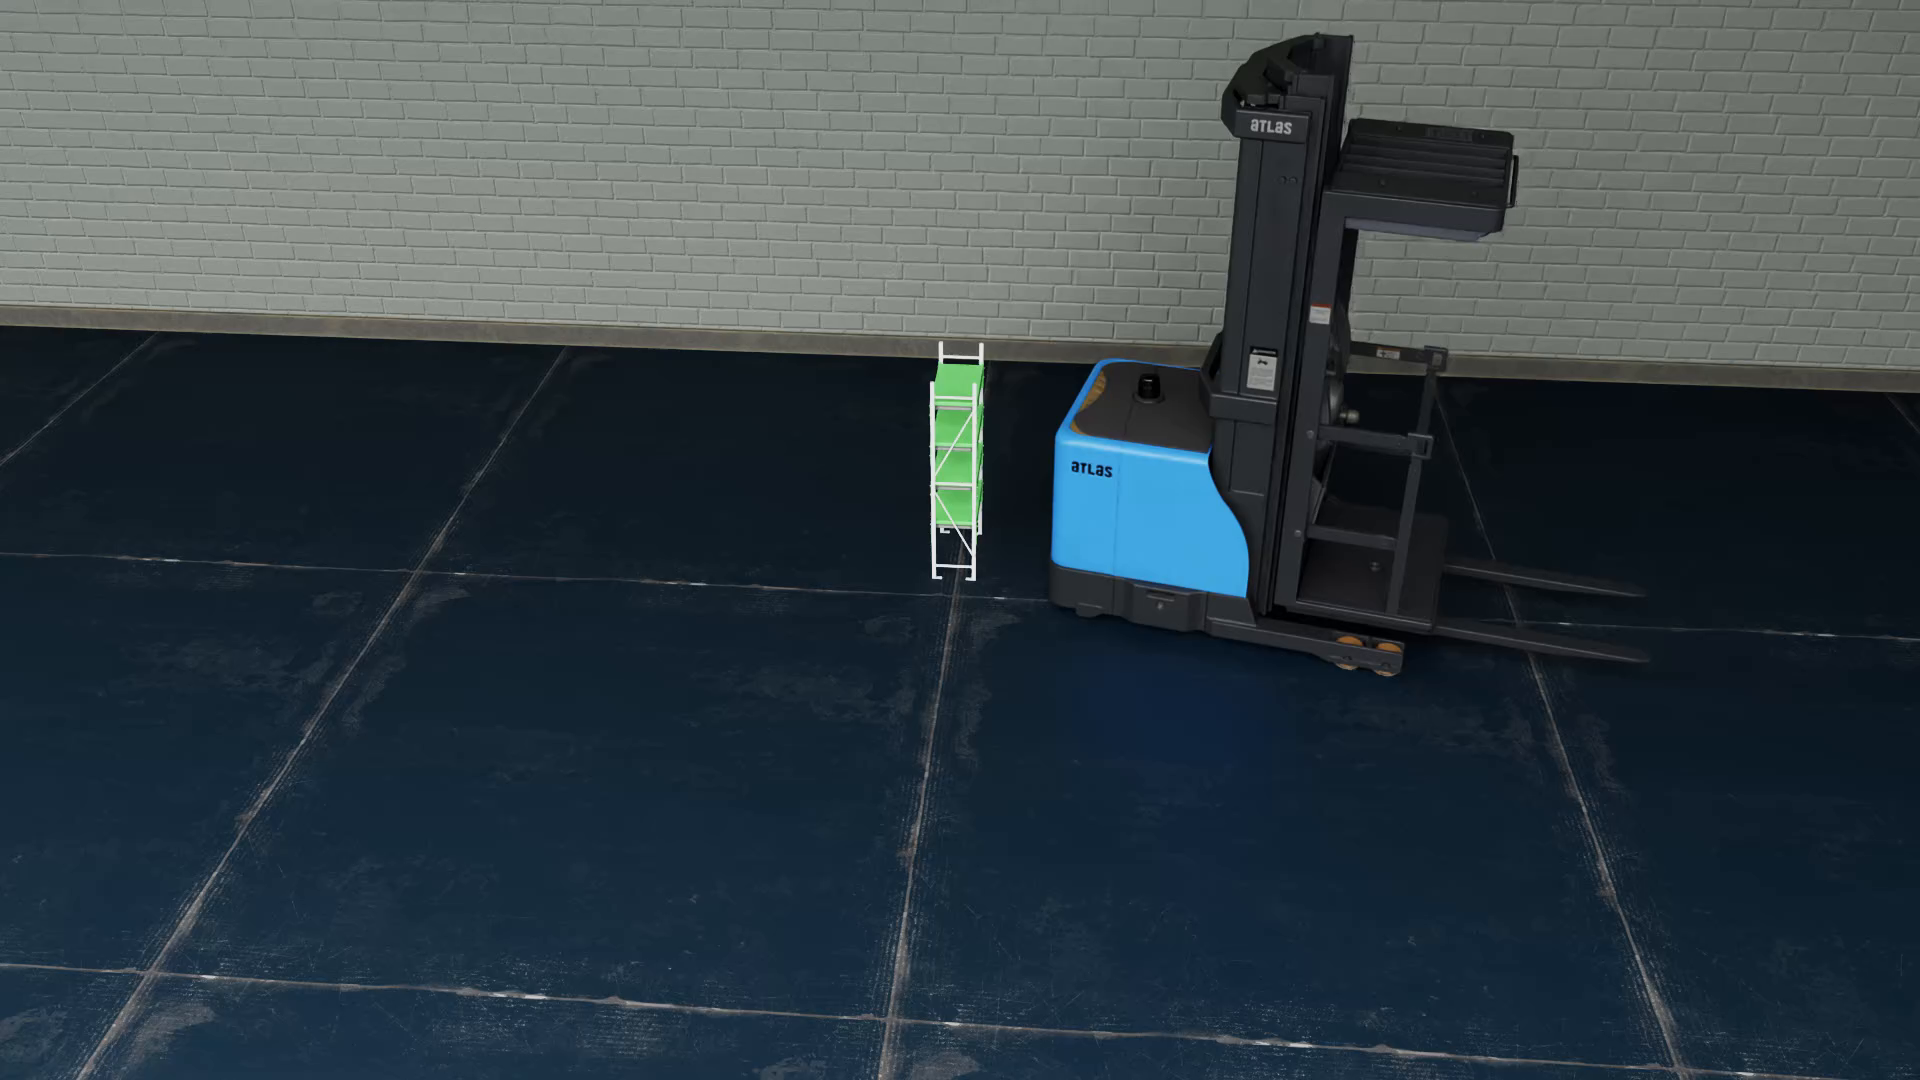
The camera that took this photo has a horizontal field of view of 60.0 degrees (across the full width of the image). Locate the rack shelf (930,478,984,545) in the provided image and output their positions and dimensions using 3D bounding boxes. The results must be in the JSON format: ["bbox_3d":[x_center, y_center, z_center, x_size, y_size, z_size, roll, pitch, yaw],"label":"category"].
[{"bbox_3d":[-0.013,-0.166,9.234,0.258,0.148,0.480,2,32,4],"label":"rack shelf"}]

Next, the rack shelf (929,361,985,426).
[{"bbox_3d":[-0.013,-0.778,8.857,0.258,0.148,0.480,2,32,4],"label":"rack shelf"}]

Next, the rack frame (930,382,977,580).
[{"bbox_3d":[-0.033,-0.297,8.868,0.240,1.200,0.015,2,32,4],"label":"rack frame"}]

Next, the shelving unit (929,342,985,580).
[{"bbox_3d":[-0.013,-0.424,9.075,0.258,1.200,0.503,2,32,4],"label":"shelving unit"}]

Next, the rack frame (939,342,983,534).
[{"bbox_3d":[0.006,-0.552,9.282,0.240,1.200,0.015,2,32,4],"label":"rack frame"}]

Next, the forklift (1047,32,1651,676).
[{"bbox_3d":[2.042,-0.872,8.151,3.031,2.935,1.130,9,33,15],"label":"forklift"}]

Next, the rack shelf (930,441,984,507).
[{"bbox_3d":[-0.013,-0.370,9.109,0.258,0.148,0.480,2,32,4],"label":"rack shelf"}]

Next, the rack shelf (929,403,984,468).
[{"bbox_3d":[-0.013,-0.574,8.983,0.258,0.148,0.480,2,32,4],"label":"rack shelf"}]
